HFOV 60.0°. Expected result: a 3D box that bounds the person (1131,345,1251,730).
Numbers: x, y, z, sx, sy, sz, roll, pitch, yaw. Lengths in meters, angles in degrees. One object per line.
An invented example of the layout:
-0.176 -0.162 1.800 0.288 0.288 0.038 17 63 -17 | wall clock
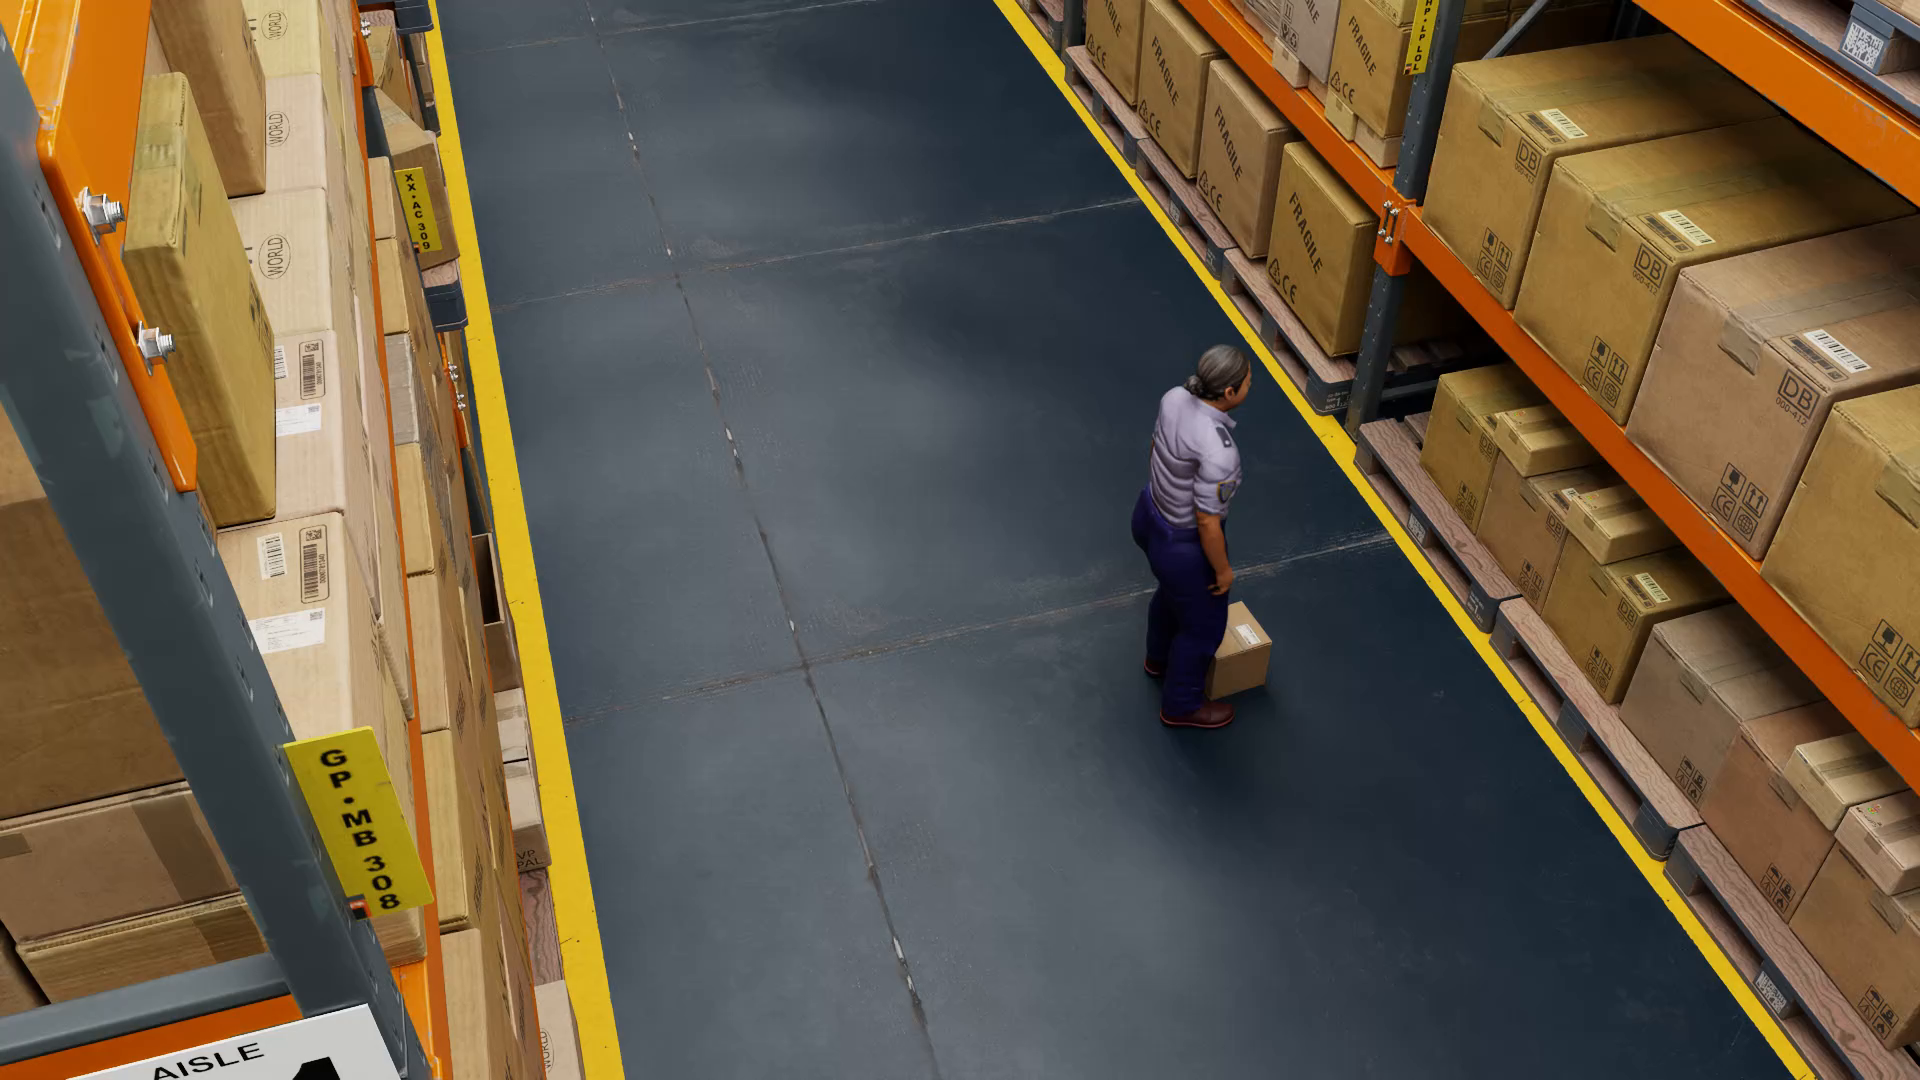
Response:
0.872 -0.019 6.187 0.412 1.652 0.539 -12 44 -12 | person
